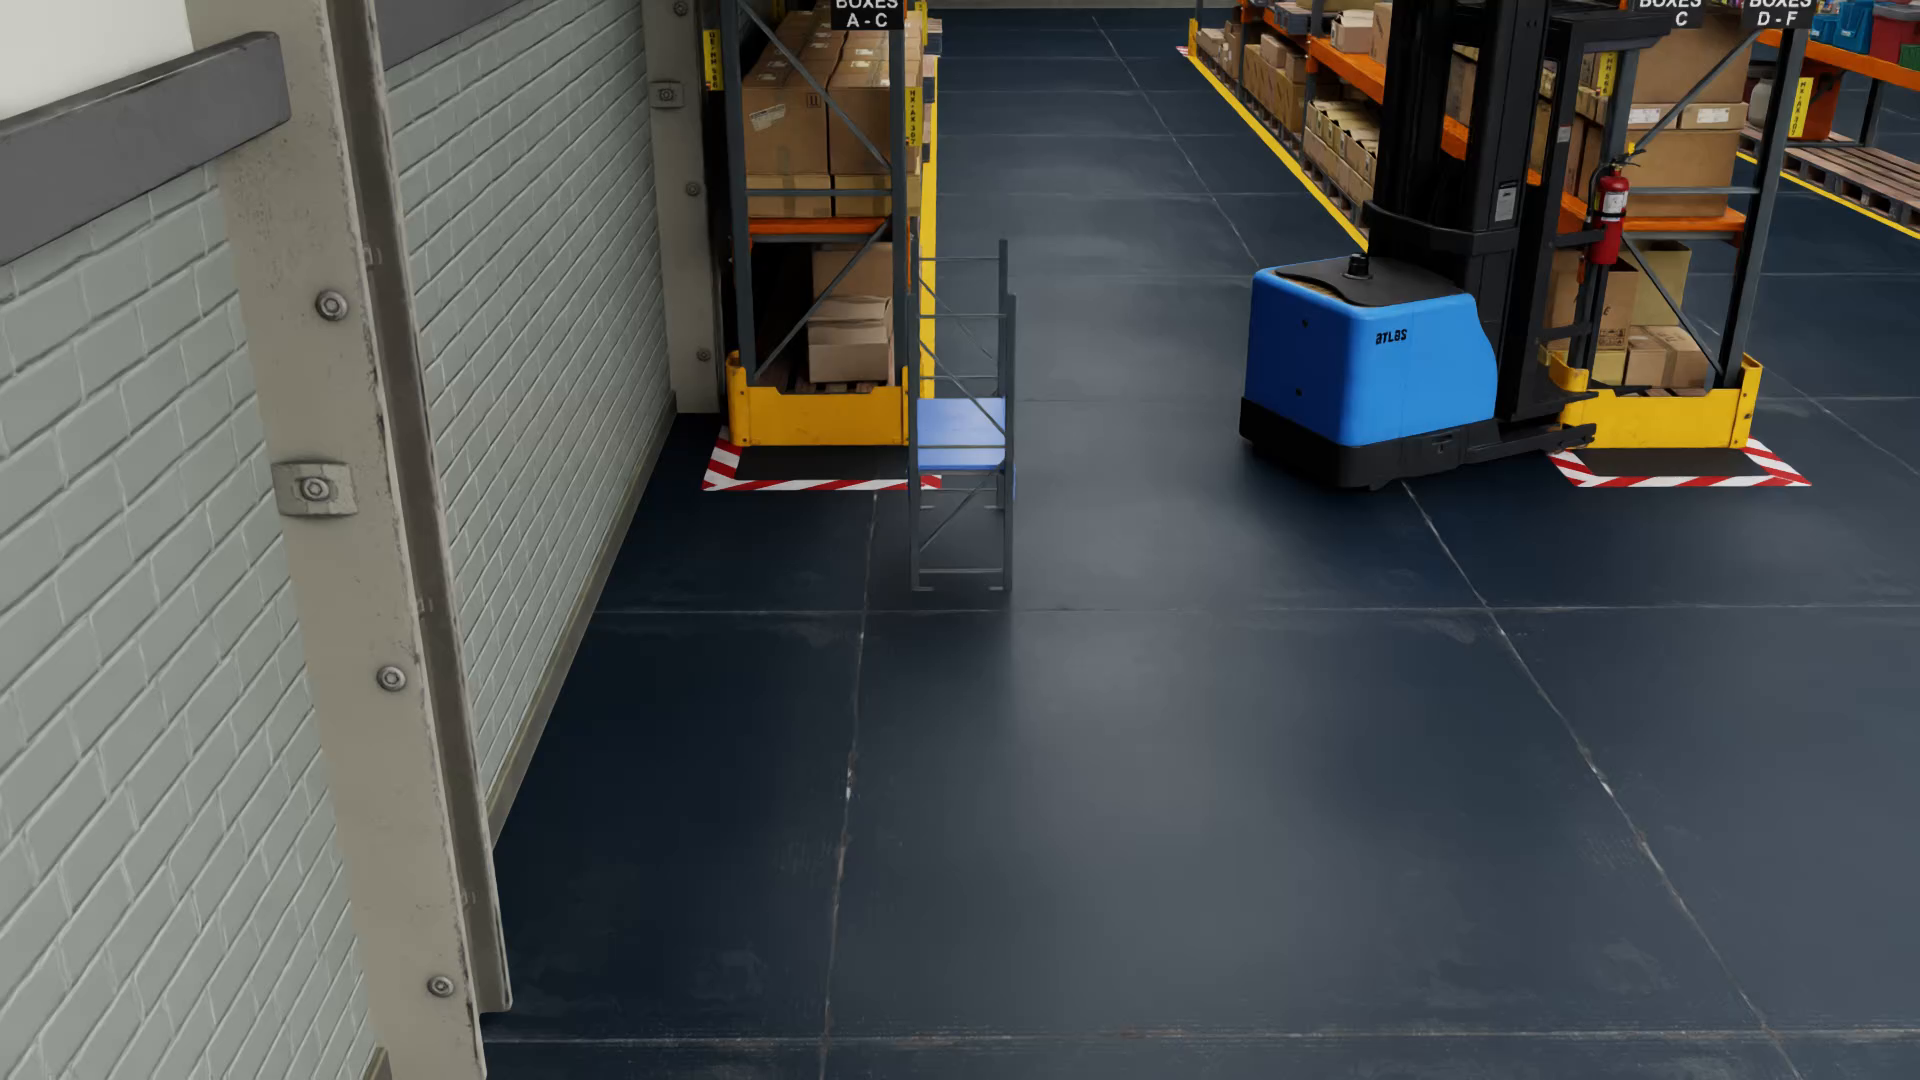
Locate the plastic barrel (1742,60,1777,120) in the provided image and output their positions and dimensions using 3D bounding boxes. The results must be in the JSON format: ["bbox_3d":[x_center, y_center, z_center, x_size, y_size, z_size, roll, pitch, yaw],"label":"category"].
[{"bbox_3d":[8.980,-5.072,18.741,0.600,0.588,0.708,0,24,-1],"label":"plastic barrel"}]

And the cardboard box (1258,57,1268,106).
[{"bbox_3d":[3.795,-5.375,19.495,0.500,0.500,0.500,0,24,0],"label":"cardboard box"}]

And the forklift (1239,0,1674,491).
[{"bbox_3d":[3.226,-2.022,9.664,3.031,2.935,1.130,-12,27,-25],"label":"forklift"}]

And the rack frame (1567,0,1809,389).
[{"bbox_3d":[4.149,-1.995,9.521,1.000,3.000,0.127,0,24,-1],"label":"rack frame"}]

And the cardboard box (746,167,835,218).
[{"bbox_3d":[-1.003,-2.104,9.920,0.500,0.250,0.500,0,24,0],"label":"cardboard box"}]

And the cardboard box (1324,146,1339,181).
[{"bbox_3d":[3.792,-3.592,15.879,0.500,0.250,0.500,-1,24,-2],"label":"cardboard box"}]

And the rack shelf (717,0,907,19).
[{"bbox_3d":[-0.826,-3.834,10.821,1.077,0.370,4.000,0,24,-1],"label":"rack shelf"}]

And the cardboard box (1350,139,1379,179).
[{"bbox_3d":[3.800,-3.423,14.825,0.500,0.311,0.500,0,24,-1],"label":"cardboard box"}]

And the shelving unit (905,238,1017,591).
[{"bbox_3d":[0.001,-0.648,8.363,0.538,1.500,1.048,0,24,-1],"label":"shelving unit"}]

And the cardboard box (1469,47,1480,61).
[{"bbox_3d":[3.927,-3.555,12.062,0.380,0.149,0.250,0,24,-1],"label":"cardboard box"}]

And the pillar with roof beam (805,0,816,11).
[{"bbox_3d":[2.497,-9.953,19.838,9.100,9.000,0.400,0,24,-1],"label":"pillar with roof beam"}]

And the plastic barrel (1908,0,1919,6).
[{"bbox_3d":[9.240,-4.940,15.898,0.421,0.512,0.421,0,24,0],"label":"plastic barrel"}]

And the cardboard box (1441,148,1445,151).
[{"bbox_3d":[4.343,-3.428,14.837,0.500,0.311,0.500,-1,24,-2],"label":"cardboard box"}]

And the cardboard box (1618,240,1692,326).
[{"bbox_3d":[4.359,-1.703,10.793,0.500,0.500,0.500,0,24,-1],"label":"cardboard box"}]

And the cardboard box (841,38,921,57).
[{"bbox_3d":[-0.521,-3.081,11.170,0.500,0.500,0.500,0,24,1],"label":"cardboard box"}]

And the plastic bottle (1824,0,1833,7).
[{"bbox_3d":[9.294,-5.672,17.807,0.097,0.271,0.097,0,24,0],"label":"plastic bottle"}]

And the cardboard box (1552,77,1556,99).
[{"bbox_3d":[3.947,-2.810,10.414,0.380,0.149,0.250,0,24,0],"label":"cardboard box"}]

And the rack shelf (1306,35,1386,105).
[{"bbox_3d":[4.084,-4.140,15.136,1.077,0.370,4.000,0,24,-1],"label":"rack shelf"}]

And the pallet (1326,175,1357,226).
[{"bbox_3d":[4.042,-3.180,15.526,1.003,0.211,1.213,0,24,-1],"label":"pallet"}]

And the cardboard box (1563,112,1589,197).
[{"bbox_3d":[4.147,-2.450,10.405,0.700,0.500,0.500,0,24,1],"label":"cardboard box"}]

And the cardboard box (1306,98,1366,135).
[{"bbox_3d":[3.774,-4.269,16.695,0.500,0.311,0.500,1,24,1],"label":"cardboard box"}]

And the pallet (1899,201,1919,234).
[{"bbox_3d":[9.011,-2.717,14.501,1.003,0.211,1.213,0,24,-1],"label":"pallet"}]

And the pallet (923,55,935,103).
[{"bbox_3d":[-0.711,-3.848,13.850,1.003,0.211,1.213,0,24,-1],"label":"pallet"}]

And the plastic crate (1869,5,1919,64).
[{"bbox_3d":[8.727,-4.674,15.367,0.402,0.464,0.583,0,24,-1],"label":"plastic crate"}]

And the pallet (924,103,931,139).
[{"bbox_3d":[-0.835,-4.824,19.160,1.003,0.211,1.213,0,24,-1],"label":"pallet"}]

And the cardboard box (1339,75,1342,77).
[{"bbox_3d":[4.331,-4.964,18.586,0.500,0.500,0.500,-1,24,-1],"label":"cardboard box"}]

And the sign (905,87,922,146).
[{"bbox_3d":[-0.261,-2.368,9.296,0.100,0.325,0.005,0,24,-1],"label":"sign"}]

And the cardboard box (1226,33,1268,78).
[{"bbox_3d":[3.729,-6.235,21.395,0.500,0.500,0.500,0,24,-1],"label":"cardboard box"}]

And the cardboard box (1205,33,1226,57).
[{"bbox_3d":[3.708,-6.898,23.166,0.500,0.250,0.500,0,24,-1],"label":"cardboard box"}]

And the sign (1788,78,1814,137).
[{"bbox_3d":[4.704,-2.426,9.327,0.100,0.325,0.005,0,24,-1],"label":"sign"}]

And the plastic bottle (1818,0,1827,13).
[{"bbox_3d":[9.370,-5.780,18.032,0.061,0.283,0.133,0,24,-1],"label":"plastic bottle"}]

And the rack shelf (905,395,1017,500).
[{"bbox_3d":[0.001,-0.484,8.437,0.538,0.185,1.000,0,24,-1],"label":"rack shelf"}]

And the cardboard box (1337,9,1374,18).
[{"bbox_3d":[4.022,-5.101,16.497,0.500,0.311,0.500,1,24,3],"label":"cardboard box"}]

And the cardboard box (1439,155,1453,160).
[{"bbox_3d":[3.798,-2.731,13.066,0.500,0.500,0.500,0,24,-1],"label":"cardboard box"}]

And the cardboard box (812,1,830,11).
[{"bbox_3d":[-0.819,-4.075,13.466,0.700,0.500,0.500,0,24,0],"label":"cardboard box"}]

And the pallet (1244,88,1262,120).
[{"bbox_3d":[4.065,-5.334,20.288,1.003,0.211,1.213,0,24,-1],"label":"pallet"}]

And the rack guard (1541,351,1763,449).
[{"bbox_3d":[4.150,-0.846,10.015,1.175,0.500,0.348,0,24,-1],"label":"rack guard"}]

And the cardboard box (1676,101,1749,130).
[{"bbox_3d":[4.360,-2.499,9.727,0.380,0.149,0.250,0,24,-1],"label":"cardboard box"}]

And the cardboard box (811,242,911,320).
[{"bbox_3d":[-0.686,-1.856,11.713,0.700,0.500,0.500,-2,24,-4],"label":"cardboard box"}]

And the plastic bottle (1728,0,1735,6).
[{"bbox_3d":[8.612,-5.991,18.417,0.144,0.351,0.185,0,24,-1],"label":"plastic bottle"}]

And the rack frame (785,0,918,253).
[{"bbox_3d":[-0.848,-3.620,13.113,1.000,3.000,0.127,0,24,-1],"label":"rack frame"}]

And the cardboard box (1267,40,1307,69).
[{"bbox_3d":[3.797,-5.524,18.913,0.500,0.250,0.500,-1,24,-2],"label":"cardboard box"}]

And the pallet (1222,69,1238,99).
[{"bbox_3d":[4.012,-5.952,21.655,1.003,0.211,1.213,0,24,-1],"label":"pallet"}]

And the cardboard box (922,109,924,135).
[{"bbox_3d":[-0.768,-4.783,17.785,0.750,0.750,0.750,-1,24,-1],"label":"cardboard box"}]

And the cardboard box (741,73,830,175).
[{"bbox_3d":[-1.022,-2.447,9.768,0.500,0.500,0.500,-1,24,-1],"label":"cardboard box"}]

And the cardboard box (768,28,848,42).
[{"bbox_3d":[-1.050,-3.289,11.630,0.500,0.500,0.500,0,24,1],"label":"cardboard box"}]

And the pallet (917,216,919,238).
[{"bbox_3d":[-0.858,-2.670,14.397,1.003,0.211,1.213,0,24,-1],"label":"pallet"}]

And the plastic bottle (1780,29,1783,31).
[{"bbox_3d":[8.584,-5.424,17.244,0.061,0.283,0.133,0,24,-1],"label":"plastic bottle"}]

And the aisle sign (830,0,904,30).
[{"bbox_3d":[-0.503,-3.128,8.870,0.394,0.787,0.004,0,24,-1],"label":"aisle sign"}]
